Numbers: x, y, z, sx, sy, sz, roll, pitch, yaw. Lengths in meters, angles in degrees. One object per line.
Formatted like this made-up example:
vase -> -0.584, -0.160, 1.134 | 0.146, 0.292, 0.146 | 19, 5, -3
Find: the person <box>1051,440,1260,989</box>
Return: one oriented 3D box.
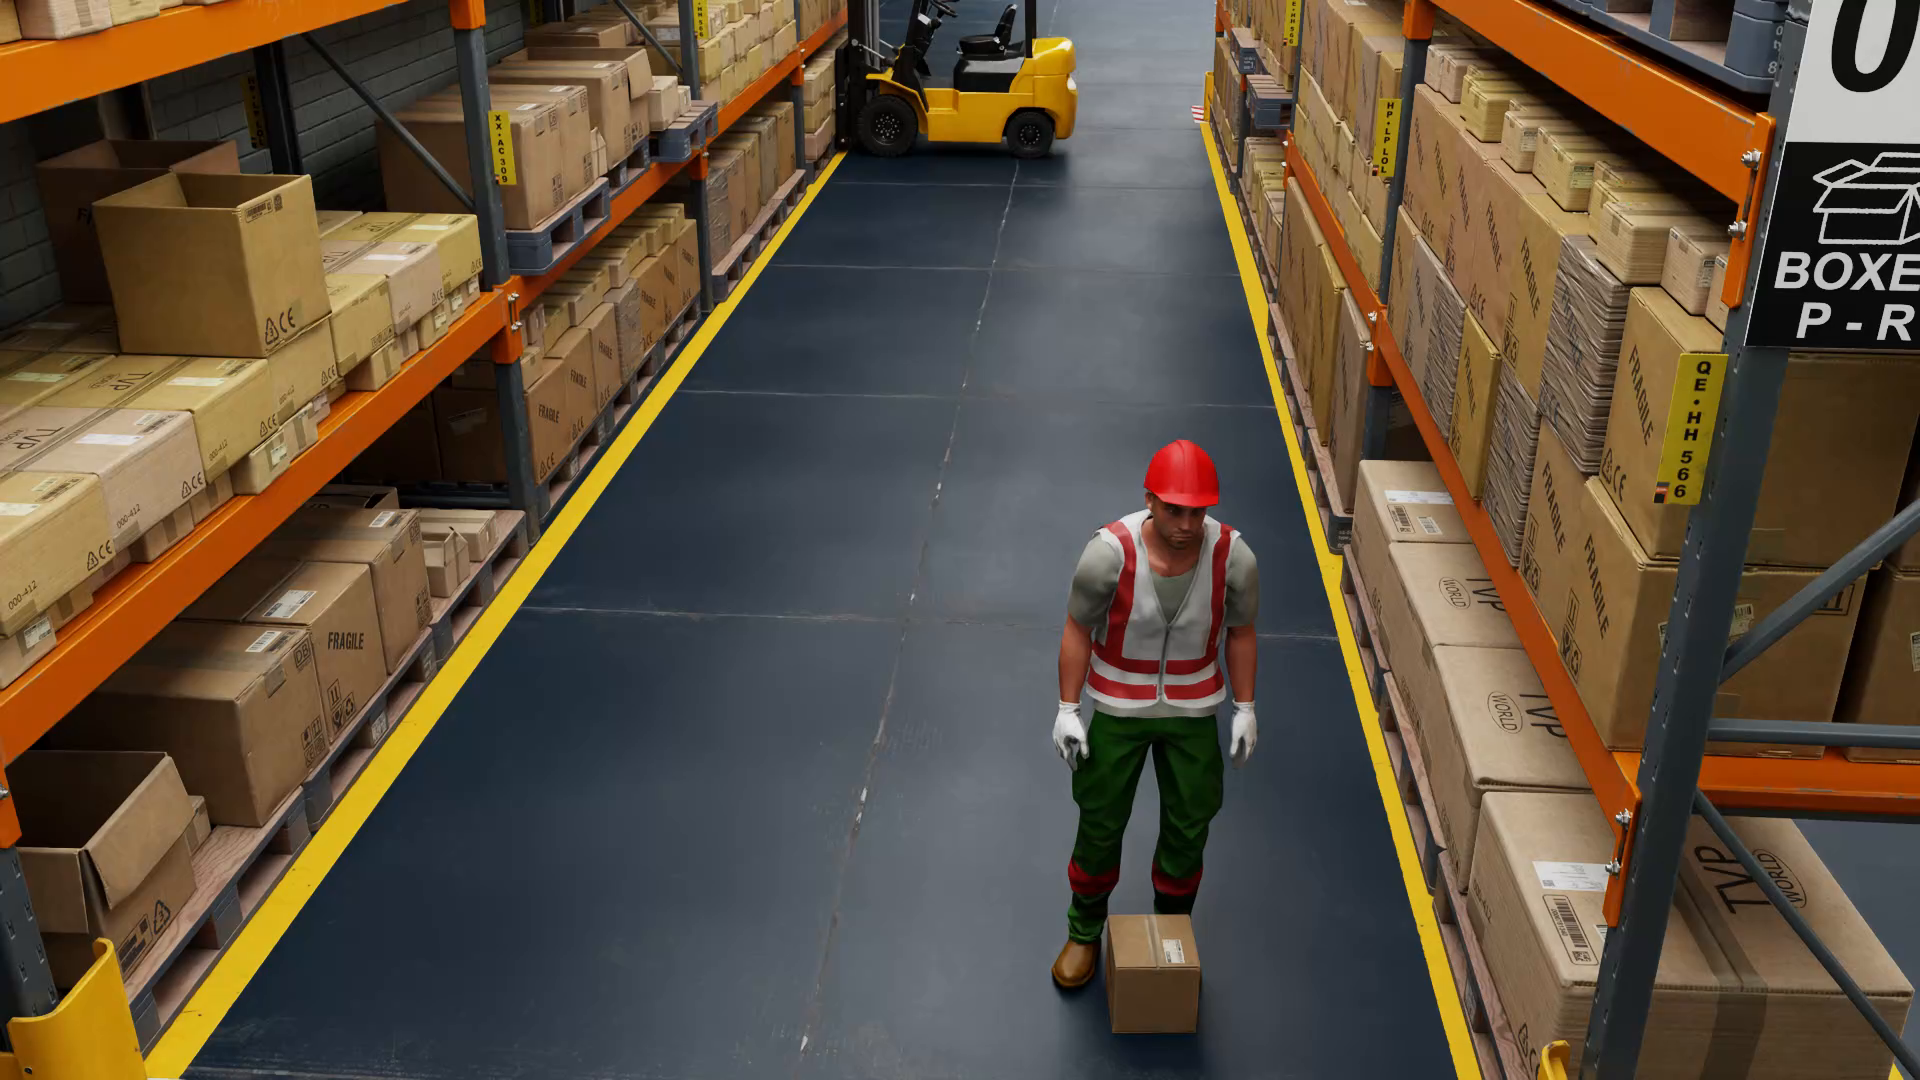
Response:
person -> 0.582, 0.524, 4.924 | 0.619, 1.779, 0.450 | 0, 24, -1
